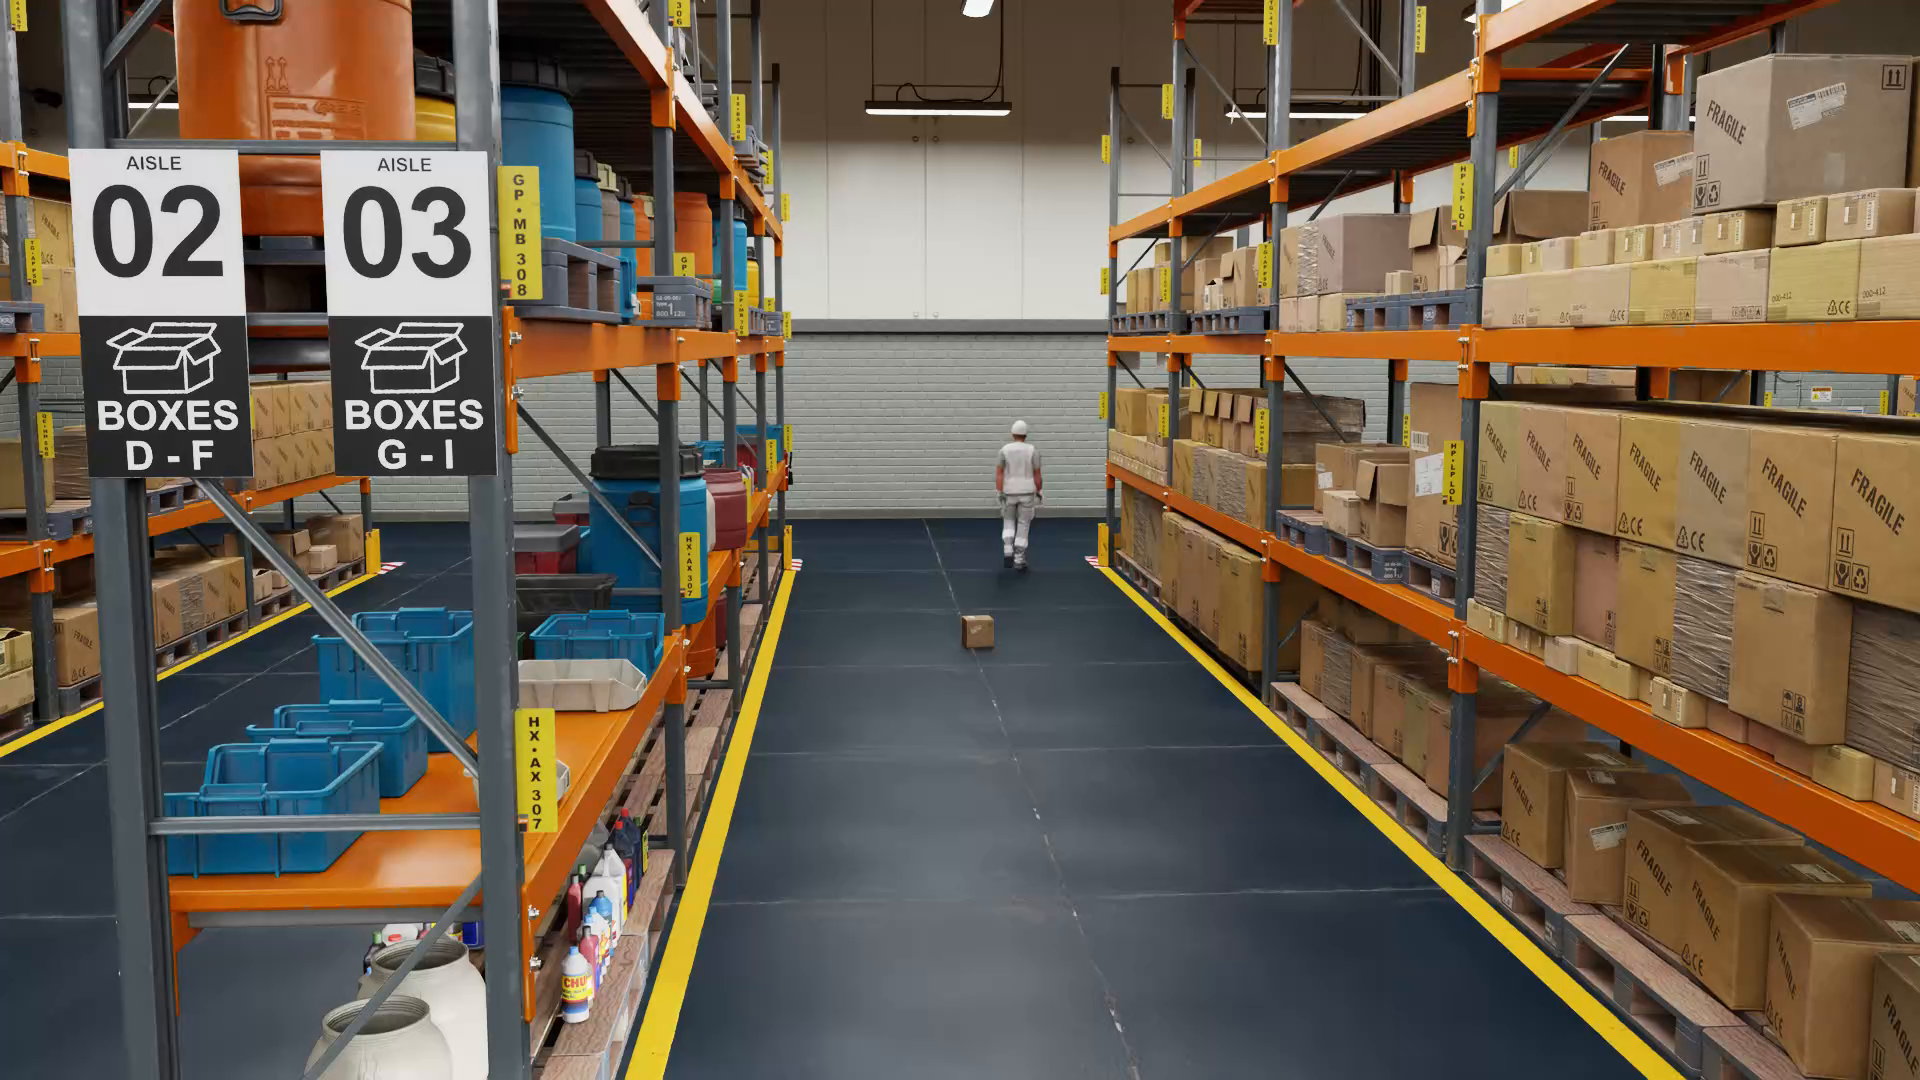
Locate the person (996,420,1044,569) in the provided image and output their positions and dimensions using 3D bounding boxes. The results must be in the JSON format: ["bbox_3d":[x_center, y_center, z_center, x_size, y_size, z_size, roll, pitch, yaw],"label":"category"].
[{"bbox_3d":[0.729,-0.542,20.105,0.553,1.814,0.481,1,7,9],"label":"person"}]
